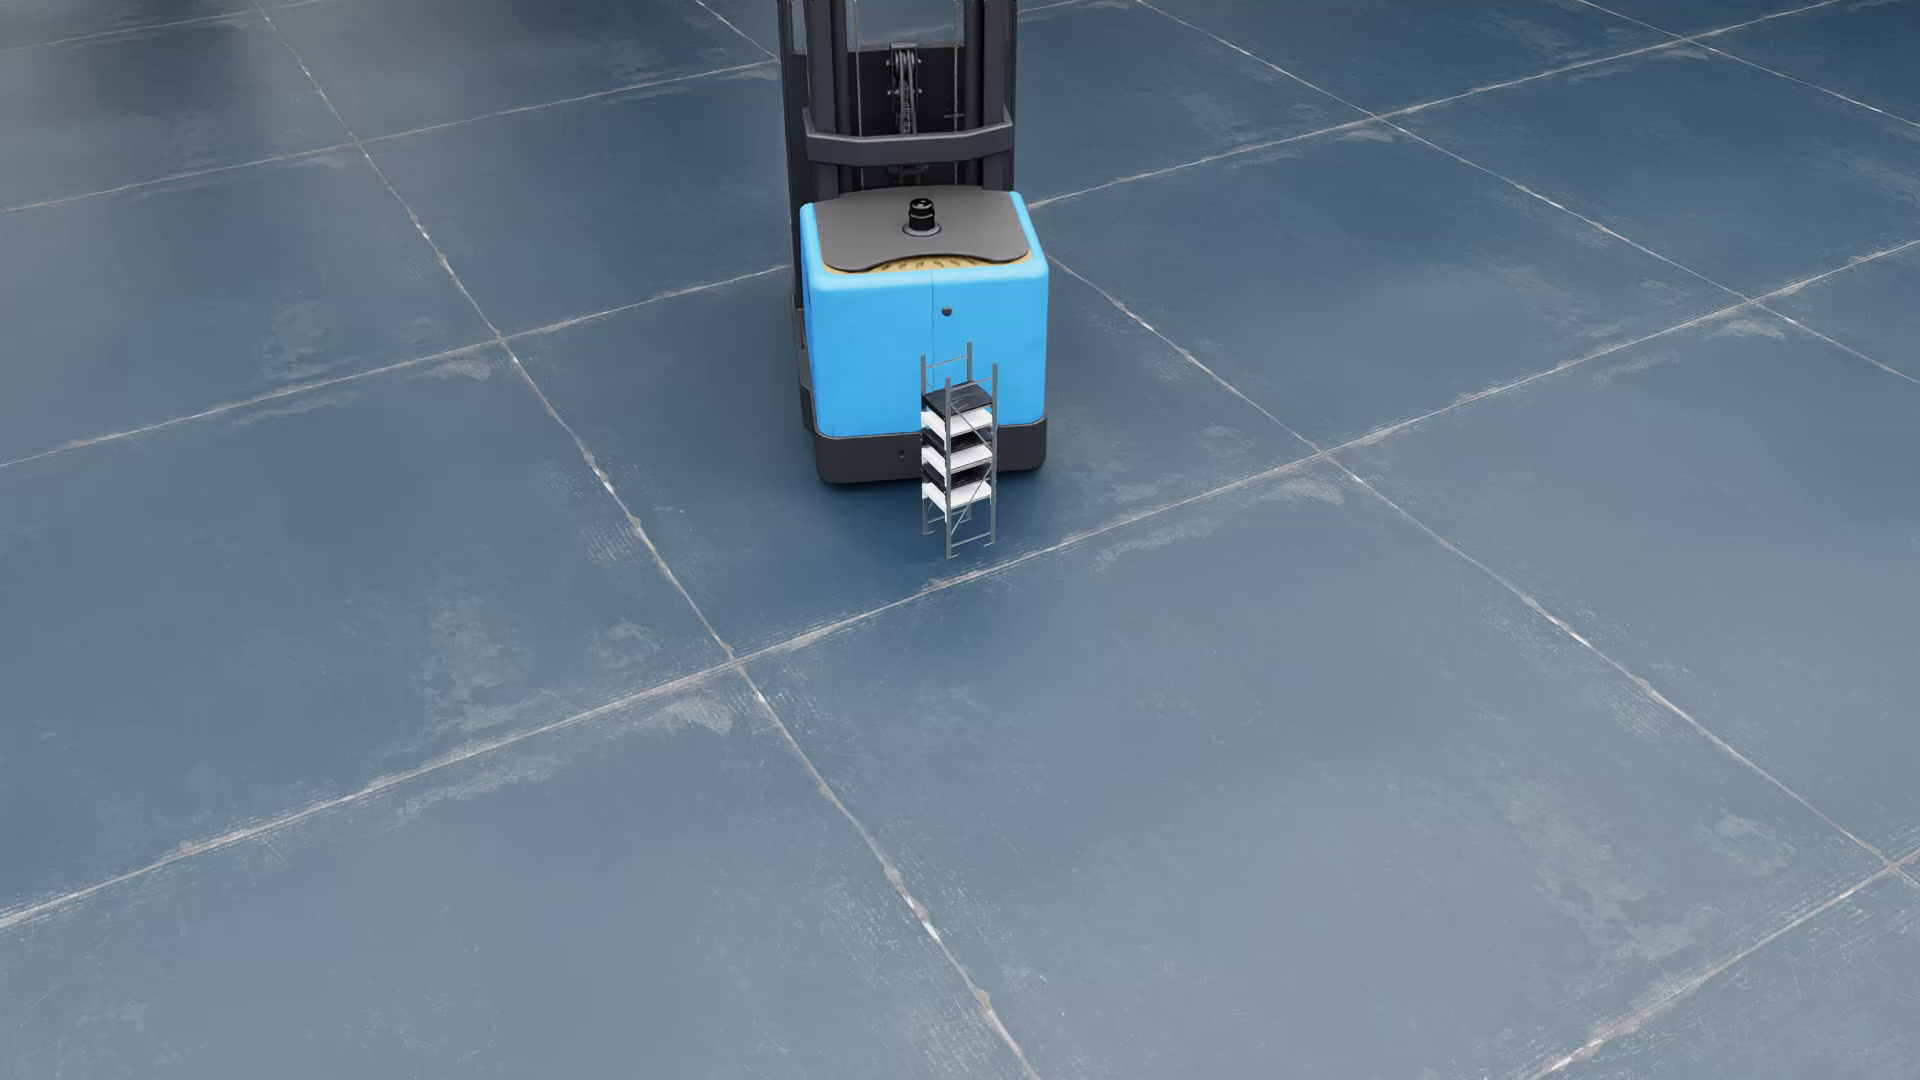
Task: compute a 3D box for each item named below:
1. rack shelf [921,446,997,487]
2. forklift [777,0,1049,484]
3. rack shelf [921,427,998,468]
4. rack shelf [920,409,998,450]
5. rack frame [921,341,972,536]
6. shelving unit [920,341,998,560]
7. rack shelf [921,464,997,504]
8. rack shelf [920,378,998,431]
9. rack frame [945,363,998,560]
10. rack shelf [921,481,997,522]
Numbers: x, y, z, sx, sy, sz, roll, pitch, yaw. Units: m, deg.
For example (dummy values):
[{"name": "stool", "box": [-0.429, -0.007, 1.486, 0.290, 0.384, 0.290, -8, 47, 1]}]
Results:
[{"name": "rack shelf", "box": [-0.004, -0.341, 7.010, 0.258, 0.077, 0.200, -19, 40, -24]}, {"name": "forklift", "box": [-0.316, -2.297, 7.910, 1.130, 2.935, 3.031, -5, 36, -6]}, {"name": "rack shelf", "box": [-0.004, -0.413, 6.957, 0.258, 0.077, 0.200, -19, 40, -24]}, {"name": "rack shelf", "box": [-0.004, -0.486, 6.904, 0.258, 0.077, 0.200, -19, 40, -24]}, {"name": "rack frame", "box": [-0.055, -0.419, 7.061, 0.240, 0.900, 0.006, -19, 40, -24]}, {"name": "shelving unit", "box": [-0.004, -0.368, 6.990, 0.258, 0.900, 0.210, -19, 40, -24]}, {"name": "rack shelf", "box": [-0.004, -0.268, 7.063, 0.258, 0.077, 0.200, -19, 40, -24]}, {"name": "rack shelf", "box": [-0.004, -0.559, 6.851, 0.258, 0.077, 0.200, -19, 40, -24]}, {"name": "rack frame", "box": [0.047, -0.316, 6.919, 0.240, 0.900, 0.006, -19, 40, -24]}, {"name": "rack shelf", "box": [-0.004, -0.195, 7.116, 0.258, 0.077, 0.200, -19, 40, -24]}]
